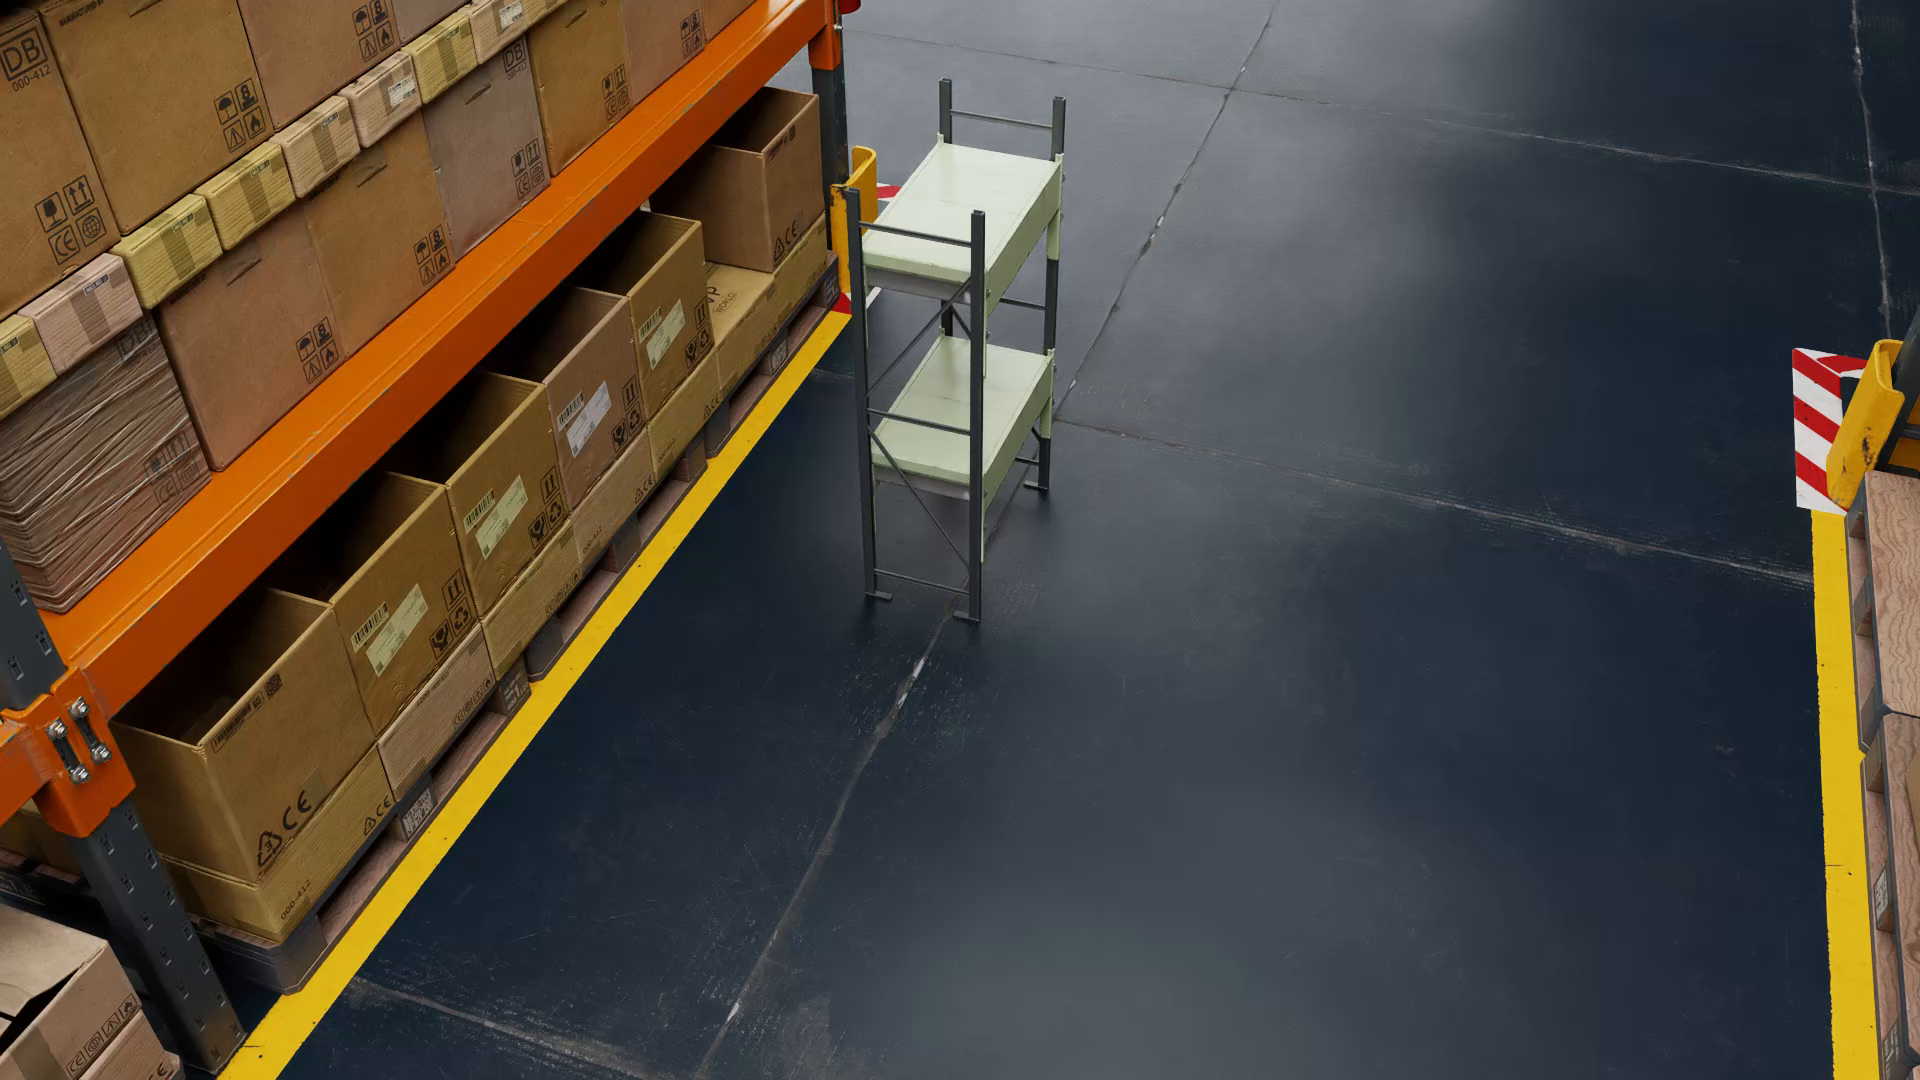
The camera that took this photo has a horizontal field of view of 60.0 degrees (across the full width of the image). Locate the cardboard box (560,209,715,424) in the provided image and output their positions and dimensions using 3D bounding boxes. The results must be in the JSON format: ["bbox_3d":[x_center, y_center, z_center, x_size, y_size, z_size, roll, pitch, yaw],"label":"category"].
[{"bbox_3d":[-1.176,-0.774,5.564,0.500,0.500,0.500,13,42,15],"label":"cardboard box"}]

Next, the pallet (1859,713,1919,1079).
[{"bbox_3d":[2.957,1.052,4.354,1.003,0.211,1.213,13,42,15],"label":"pallet"}]

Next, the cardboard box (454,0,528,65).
[{"bbox_3d":[-1.424,-1.444,4.555,0.380,0.149,0.250,13,42,14],"label":"cardboard box"}]

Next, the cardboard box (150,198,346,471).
[{"bbox_3d":[-1.992,-0.575,4.036,0.700,0.500,0.500,13,42,15],"label":"cardboard box"}]

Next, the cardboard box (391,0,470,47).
[{"bbox_3d":[-1.651,-1.664,4.312,0.700,0.500,0.500,13,42,15],"label":"cardboard box"}]

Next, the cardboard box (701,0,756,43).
[{"bbox_3d":[-1.115,-2.138,5.867,0.700,0.500,0.500,13,42,15],"label":"cardboard box"}]

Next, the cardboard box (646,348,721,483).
[{"bbox_3d":[-1.179,-0.490,5.808,0.500,0.250,0.500,13,42,15],"label":"cardboard box"}]

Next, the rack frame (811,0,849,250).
[{"bbox_3d":[-0.944,-2.382,6.230,1.000,3.000,0.127,13,42,15],"label":"rack frame"}]

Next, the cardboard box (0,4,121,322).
[{"bbox_3d":[-2.166,-0.745,3.236,0.700,0.500,0.500,13,42,15],"label":"cardboard box"}]

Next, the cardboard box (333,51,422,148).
[{"bbox_3d":[-1.601,-1.134,4.192,0.380,0.149,0.250,12,42,14],"label":"cardboard box"}]

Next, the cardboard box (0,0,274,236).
[{"bbox_3d":[-1.994,-1.054,3.598,0.700,0.500,0.500,13,42,15],"label":"cardboard box"}]

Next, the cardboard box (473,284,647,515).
[{"bbox_3d":[-1.348,-0.470,5.206,0.500,0.500,0.500,13,42,15],"label":"cardboard box"}]

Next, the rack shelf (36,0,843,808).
[{"bbox_3d":[-1.628,-0.888,5.034,1.077,0.370,4.000,13,42,15],"label":"rack shelf"}]

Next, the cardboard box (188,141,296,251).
[{"bbox_3d":[-1.777,-0.819,3.822,0.380,0.149,0.250,13,42,15],"label":"cardboard box"}]

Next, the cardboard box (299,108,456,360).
[{"bbox_3d":[-1.816,-0.880,4.394,0.700,0.500,0.500,14,42,16],"label":"cardboard box"}]

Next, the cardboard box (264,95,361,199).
[{"bbox_3d":[-1.689,-0.971,4.000,0.380,0.149,0.250,12,42,14],"label":"cardboard box"}]

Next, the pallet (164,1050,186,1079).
[{"bbox_3d":[-2.527,1.577,3.739,1.003,0.211,1.213,13,42,15],"label":"pallet"}]

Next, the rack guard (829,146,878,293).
[{"bbox_3d":[-0.936,-1.445,7.059,1.175,0.500,0.348,13,42,15],"label":"rack guard"}]

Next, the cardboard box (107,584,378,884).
[{"bbox_3d":[-1.859,0.446,4.134,0.500,0.500,0.500,13,42,15],"label":"cardboard box"}]

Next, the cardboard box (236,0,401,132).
[{"bbox_3d":[-1.822,-1.359,3.956,0.700,0.500,0.500,13,42,15],"label":"cardboard box"}]

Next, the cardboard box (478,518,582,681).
[{"bbox_3d":[-1.517,0.121,5.092,0.500,0.250,0.500,13,42,15],"label":"cardboard box"}]

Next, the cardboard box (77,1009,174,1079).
[{"bbox_3d":[-2.181,1.262,3.755,0.500,0.250,0.500,13,42,15],"label":"cardboard box"}]

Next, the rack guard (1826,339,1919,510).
[{"bbox_3d":[3.687,-0.287,5.701,1.175,0.500,0.348,13,42,15],"label":"rack guard"}]

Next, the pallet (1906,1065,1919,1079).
[{"bbox_3d":[2.541,1.799,3.479,1.003,0.211,1.213,13,42,15],"label":"pallet"}]

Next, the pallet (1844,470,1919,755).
[{"bbox_3d":[3.376,0.310,5.223,1.003,0.211,1.213,13,42,15],"label":"pallet"}]

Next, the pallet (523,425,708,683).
[{"bbox_3d":[-1.585,-0.103,5.709,1.003,0.211,1.213,13,42,15],"label":"pallet"}]

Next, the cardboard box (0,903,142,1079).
[{"bbox_3d":[-2.181,1.042,3.581,0.500,0.311,0.500,13,42,15],"label":"cardboard box"}]

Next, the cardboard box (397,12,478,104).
[{"bbox_3d":[-1.511,-1.293,4.378,0.380,0.149,0.250,13,42,15],"label":"cardboard box"}]

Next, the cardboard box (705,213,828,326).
[{"bbox_3d":[-0.850,-1.103,6.526,0.500,0.250,0.500,13,42,15],"label":"cardboard box"}]

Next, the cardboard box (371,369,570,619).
[{"bbox_3d":[-1.517,-0.164,4.849,0.500,0.500,0.500,13,42,15],"label":"cardboard box"}]

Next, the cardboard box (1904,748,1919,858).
[{"bbox_3d":[2.899,0.685,4.223,0.700,0.500,0.500,11,42,12],"label":"cardboard box"}]

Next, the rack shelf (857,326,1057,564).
[{"bbox_3d":[0.002,-0.327,5.480,0.431,0.370,0.720,13,42,15],"label":"rack shelf"}]

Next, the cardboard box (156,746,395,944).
[{"bbox_3d":[-1.868,0.729,4.380,0.500,0.250,0.500,13,42,15],"label":"cardboard box"}]

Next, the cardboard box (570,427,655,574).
[{"bbox_3d":[-1.351,-0.185,5.451,0.500,0.250,0.500,13,42,15],"label":"cardboard box"}]

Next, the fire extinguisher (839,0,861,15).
[{"bbox_3d":[-0.467,-2.321,6.219,0.296,0.674,0.183,13,42,15],"label":"fire extinguisher"}]

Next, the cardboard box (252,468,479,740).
[{"bbox_3d":[-1.695,0.139,4.493,0.500,0.500,0.500,13,42,15],"label":"cardboard box"}]

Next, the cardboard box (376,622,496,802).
[{"bbox_3d":[-1.692,0.425,4.736,0.500,0.250,0.500,13,42,15],"label":"cardboard box"}]

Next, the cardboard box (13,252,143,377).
[{"bbox_3d":[-1.952,-0.501,3.449,0.380,0.149,0.250,14,42,16],"label":"cardboard box"}]

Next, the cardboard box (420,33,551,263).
[{"bbox_3d":[-1.642,-1.193,4.760,0.700,0.500,0.500,15,43,16],"label":"cardboard box"}]

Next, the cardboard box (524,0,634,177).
[{"bbox_3d":[-1.466,-1.515,5.137,0.700,0.500,0.500,14,42,15],"label":"cardboard box"}]

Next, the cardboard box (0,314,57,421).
[{"bbox_3d":[-2.038,-0.348,3.270,0.380,0.149,0.250,13,42,15],"label":"cardboard box"}]

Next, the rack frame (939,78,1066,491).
[{"bbox_3d":[0.127,-0.798,5.530,0.400,1.500,0.023,13,42,15],"label":"rack frame"}]

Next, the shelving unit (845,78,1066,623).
[{"bbox_3d":[0.002,-0.575,5.268,0.431,1.500,0.755,13,42,15],"label":"shelving unit"}]

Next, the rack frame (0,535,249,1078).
[{"bbox_3d":[-2.312,0.058,3.371,1.000,3.000,0.127,13,42,15],"label":"rack frame"}]

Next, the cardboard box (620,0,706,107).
[{"bbox_3d":[-1.291,-1.816,5.491,0.700,0.500,0.500,14,43,16],"label":"cardboard box"}]

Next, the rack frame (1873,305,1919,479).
[{"bbox_3d":[3.713,-1.284,4.944,1.000,3.000,0.127,13,42,15],"label":"rack frame"}]

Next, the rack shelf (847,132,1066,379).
[{"bbox_3d":[0.002,-0.872,5.015,0.431,0.370,0.720,13,42,15],"label":"rack shelf"}]

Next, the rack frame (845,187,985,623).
[{"bbox_3d":[-0.123,-0.351,5.006,0.400,1.500,0.023,13,42,15],"label":"rack frame"}]

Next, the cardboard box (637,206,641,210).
[{"bbox_3d":[-1.505,-1.197,6.060,0.500,0.500,0.500,13,42,15],"label":"cardboard box"}]

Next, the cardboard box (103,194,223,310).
[{"bbox_3d":[-1.865,-0.659,3.634,0.380,0.149,0.250,12,42,14],"label":"cardboard box"}]

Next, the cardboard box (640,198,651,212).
[{"bbox_3d":[-1.336,-1.218,6.661,0.500,0.250,0.500,13,42,15],"label":"cardboard box"}]

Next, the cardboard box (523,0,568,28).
[{"bbox_3d":[-1.337,-1.601,4.739,0.380,0.149,0.250,14,43,16],"label":"cardboard box"}]

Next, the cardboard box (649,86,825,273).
[{"bbox_3d":[-0.848,-1.387,6.282,0.500,0.500,0.500,13,42,15],"label":"cardboard box"}]

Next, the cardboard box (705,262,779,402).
[{"bbox_3d":[-1.009,-0.795,6.166,0.500,0.250,0.500,13,42,15],"label":"cardboard box"}]

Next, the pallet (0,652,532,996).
[{"bbox_3d":[-2.000,0.643,4.833,1.003,0.211,1.213,13,42,15],"label":"pallet"}]

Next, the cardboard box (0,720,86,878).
[{"bbox_3d":[-2.358,0.613,4.515,0.500,0.250,0.500,13,42,15],"label":"cardboard box"}]

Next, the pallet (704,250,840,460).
[{"bbox_3d":[-1.166,-0.845,6.578,1.003,0.211,1.213,13,42,15],"label":"pallet"}]

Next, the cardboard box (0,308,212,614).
[{"bbox_3d":[-2.166,-0.252,3.657,0.700,0.500,0.500,12,42,14],"label":"cardboard box"}]

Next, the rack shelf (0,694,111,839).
[{"bbox_3d":[-2.996,1.552,2.174,1.077,0.370,4.000,13,42,15],"label":"rack shelf"}]
